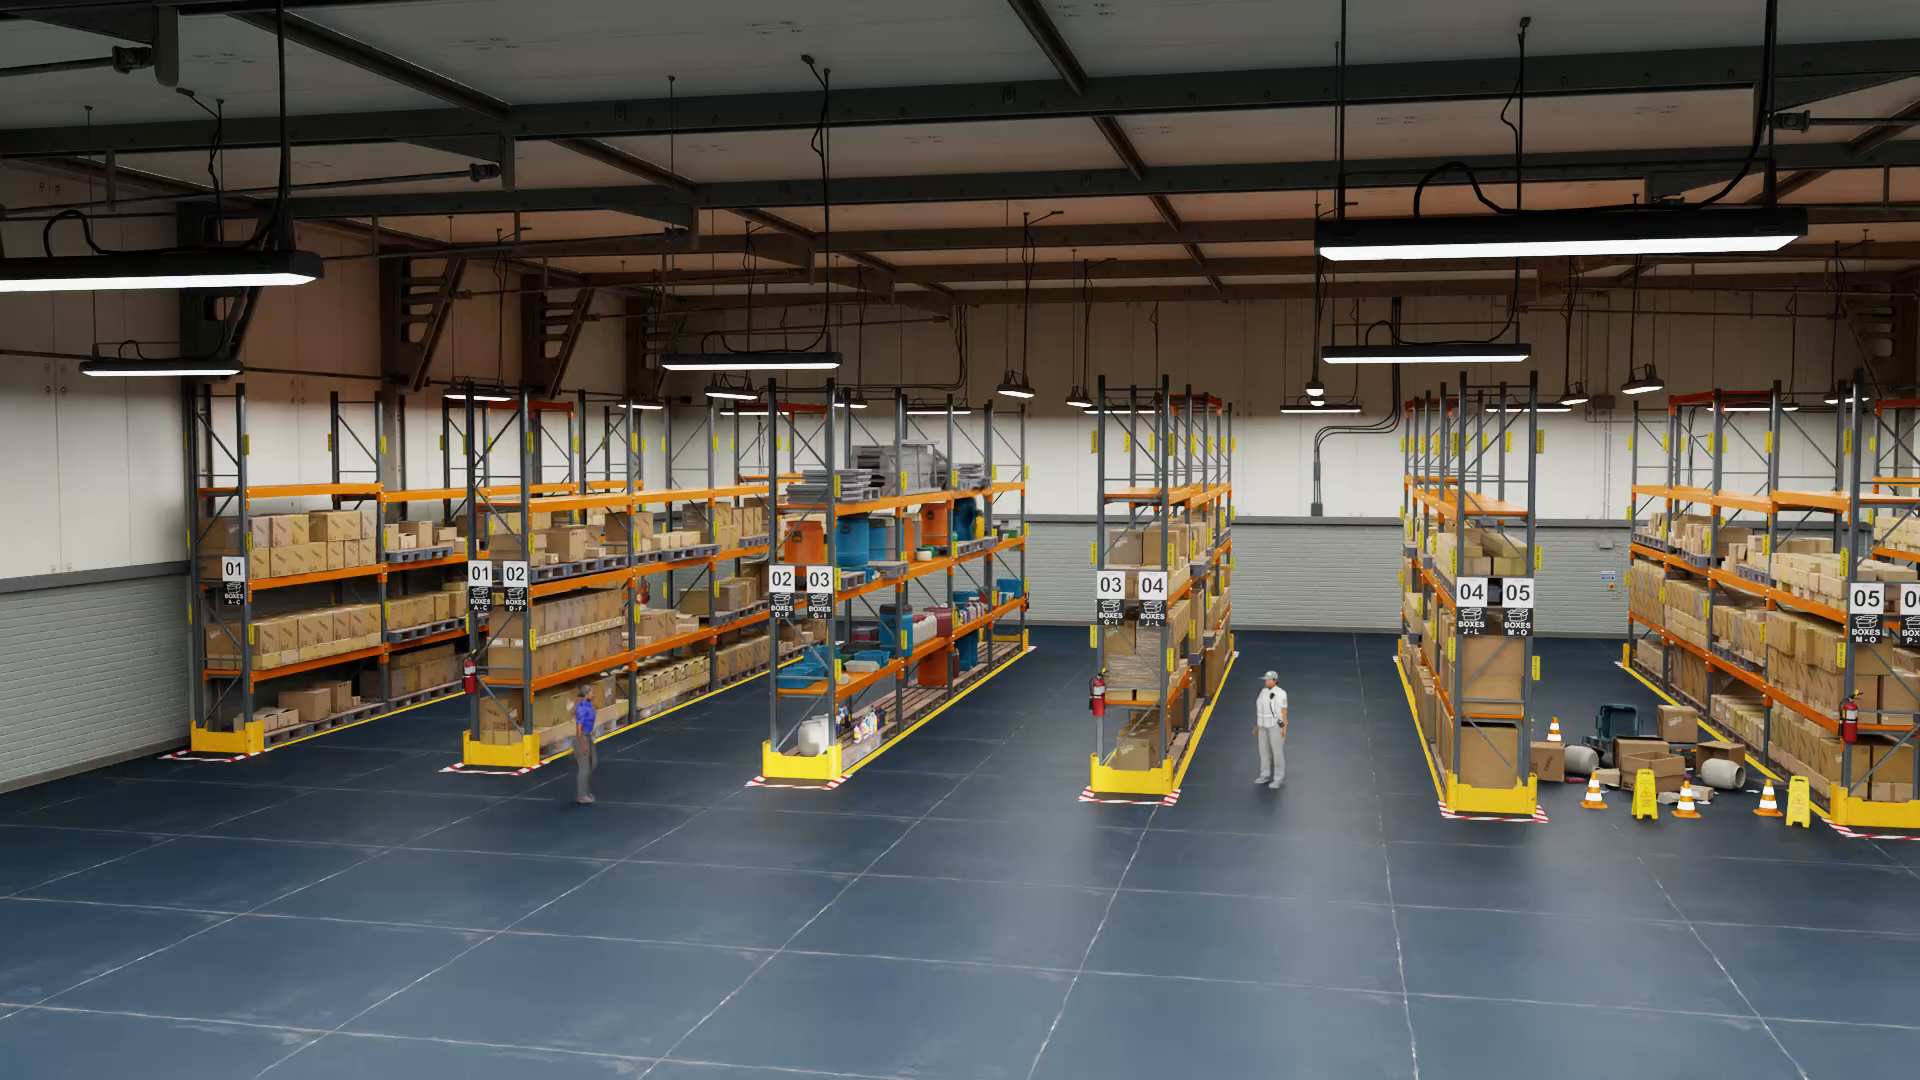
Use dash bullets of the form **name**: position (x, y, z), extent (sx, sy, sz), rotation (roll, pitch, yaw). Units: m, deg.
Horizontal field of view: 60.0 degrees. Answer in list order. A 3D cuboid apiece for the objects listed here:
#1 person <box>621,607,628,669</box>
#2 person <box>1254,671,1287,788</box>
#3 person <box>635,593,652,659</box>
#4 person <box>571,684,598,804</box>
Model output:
- **person**: position (-6.831, 2.219, 34.638), extent (0.552, 1.629, 0.491), rotation (-1, 3, -10)
- **person**: position (4.573, 2.772, 24.520), extent (0.405, 1.682, 0.506), rotation (-2, 4, -36)
- **person**: position (-7.370, 2.012, 38.154), extent (0.620, 1.621, 1.064), rotation (0, 3, 9)
- **person**: position (-5.272, 2.881, 23.365), extent (0.347, 1.728, 0.530), rotation (0, 3, 2)
